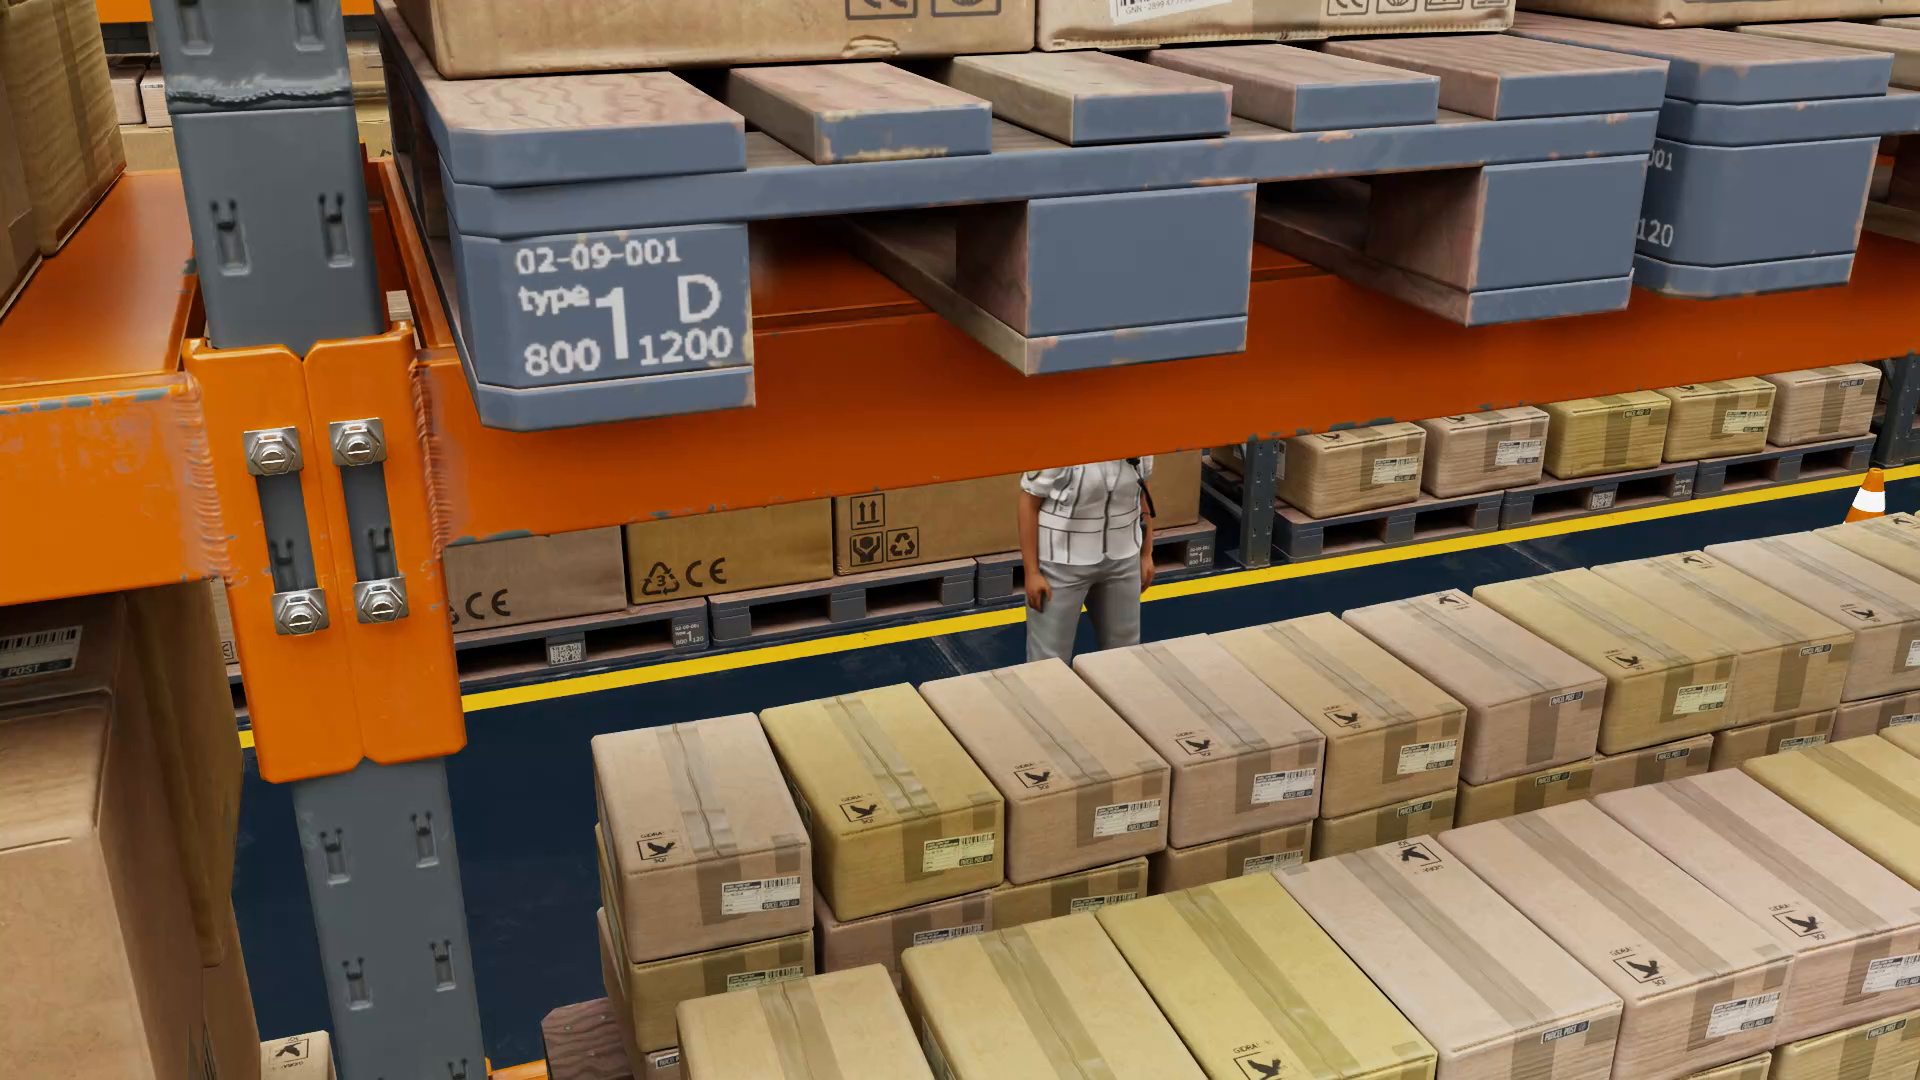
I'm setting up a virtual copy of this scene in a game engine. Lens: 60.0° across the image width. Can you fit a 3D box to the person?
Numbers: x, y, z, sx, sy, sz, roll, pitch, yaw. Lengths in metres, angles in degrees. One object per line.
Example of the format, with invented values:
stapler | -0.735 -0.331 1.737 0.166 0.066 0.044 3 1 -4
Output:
person | 0.445 0.094 5.860 0.561 1.665 0.471 -10 25 -22
